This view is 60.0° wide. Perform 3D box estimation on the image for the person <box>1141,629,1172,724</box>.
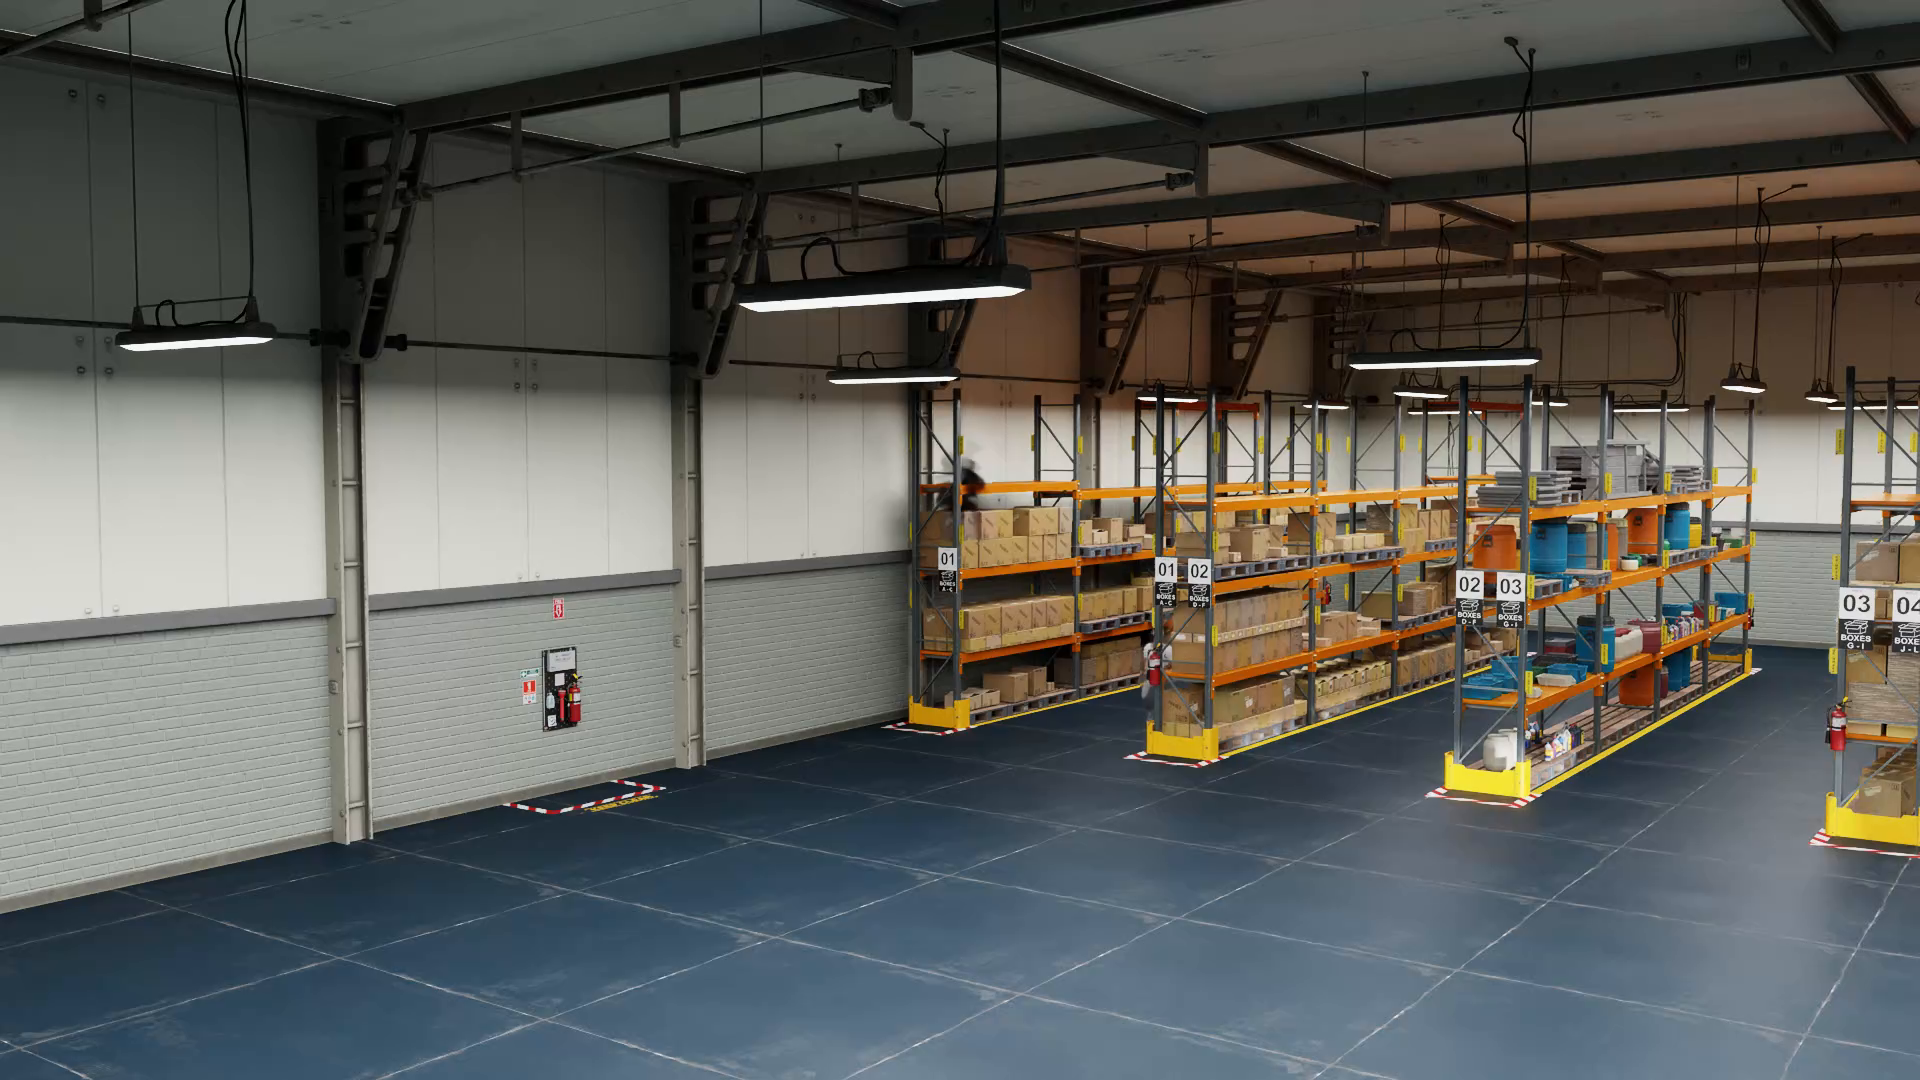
[{"bbox_3d":[3.472,2.440,29.576,0.699,1.741,0.640,2,4,31],"label":"person"}]
